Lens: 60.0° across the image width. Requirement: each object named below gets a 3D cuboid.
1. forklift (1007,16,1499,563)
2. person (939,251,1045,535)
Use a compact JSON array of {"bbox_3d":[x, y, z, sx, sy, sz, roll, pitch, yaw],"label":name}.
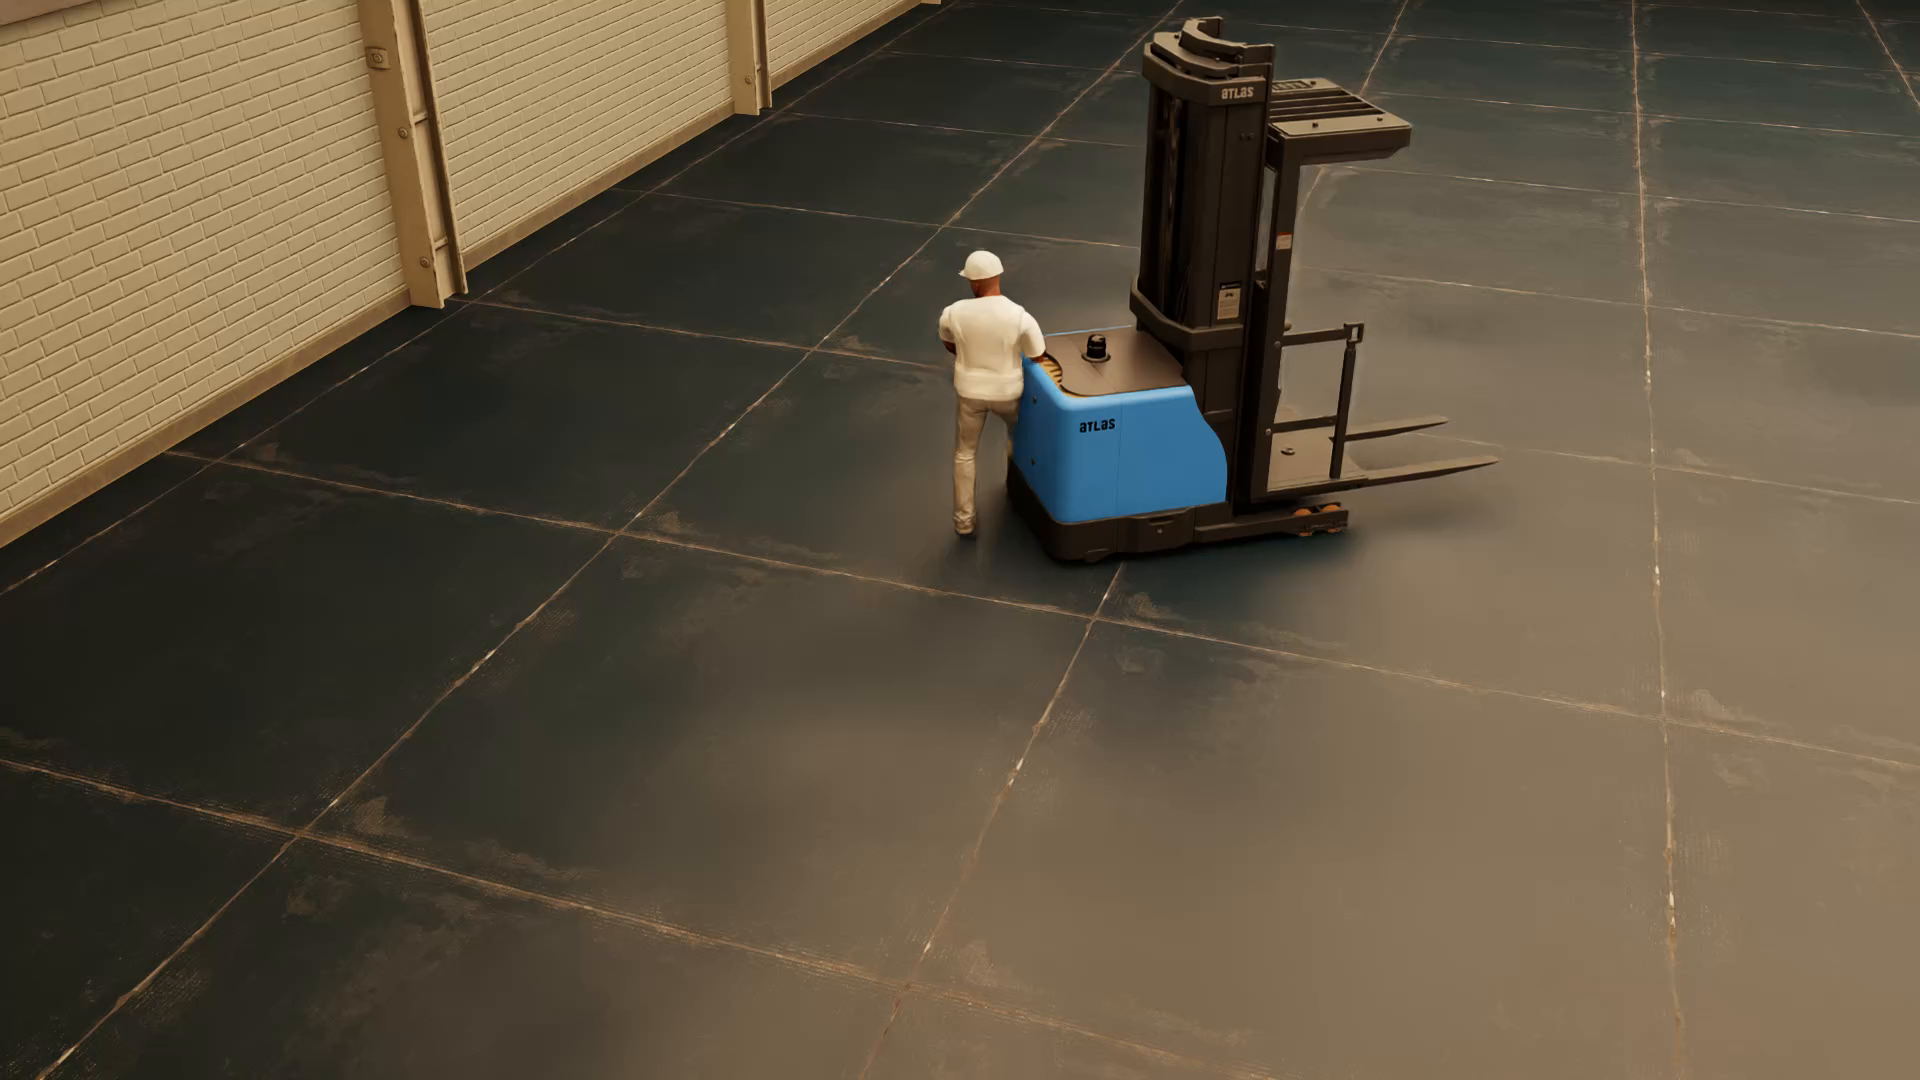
[{"bbox_3d":[1.870,-1.537,9.832,3.031,2.935,1.130,-8,31,-14],"label":"forklift"},{"bbox_3d":[0.235,-0.945,10.055,0.728,1.721,0.864,3,30,6],"label":"person"}]
